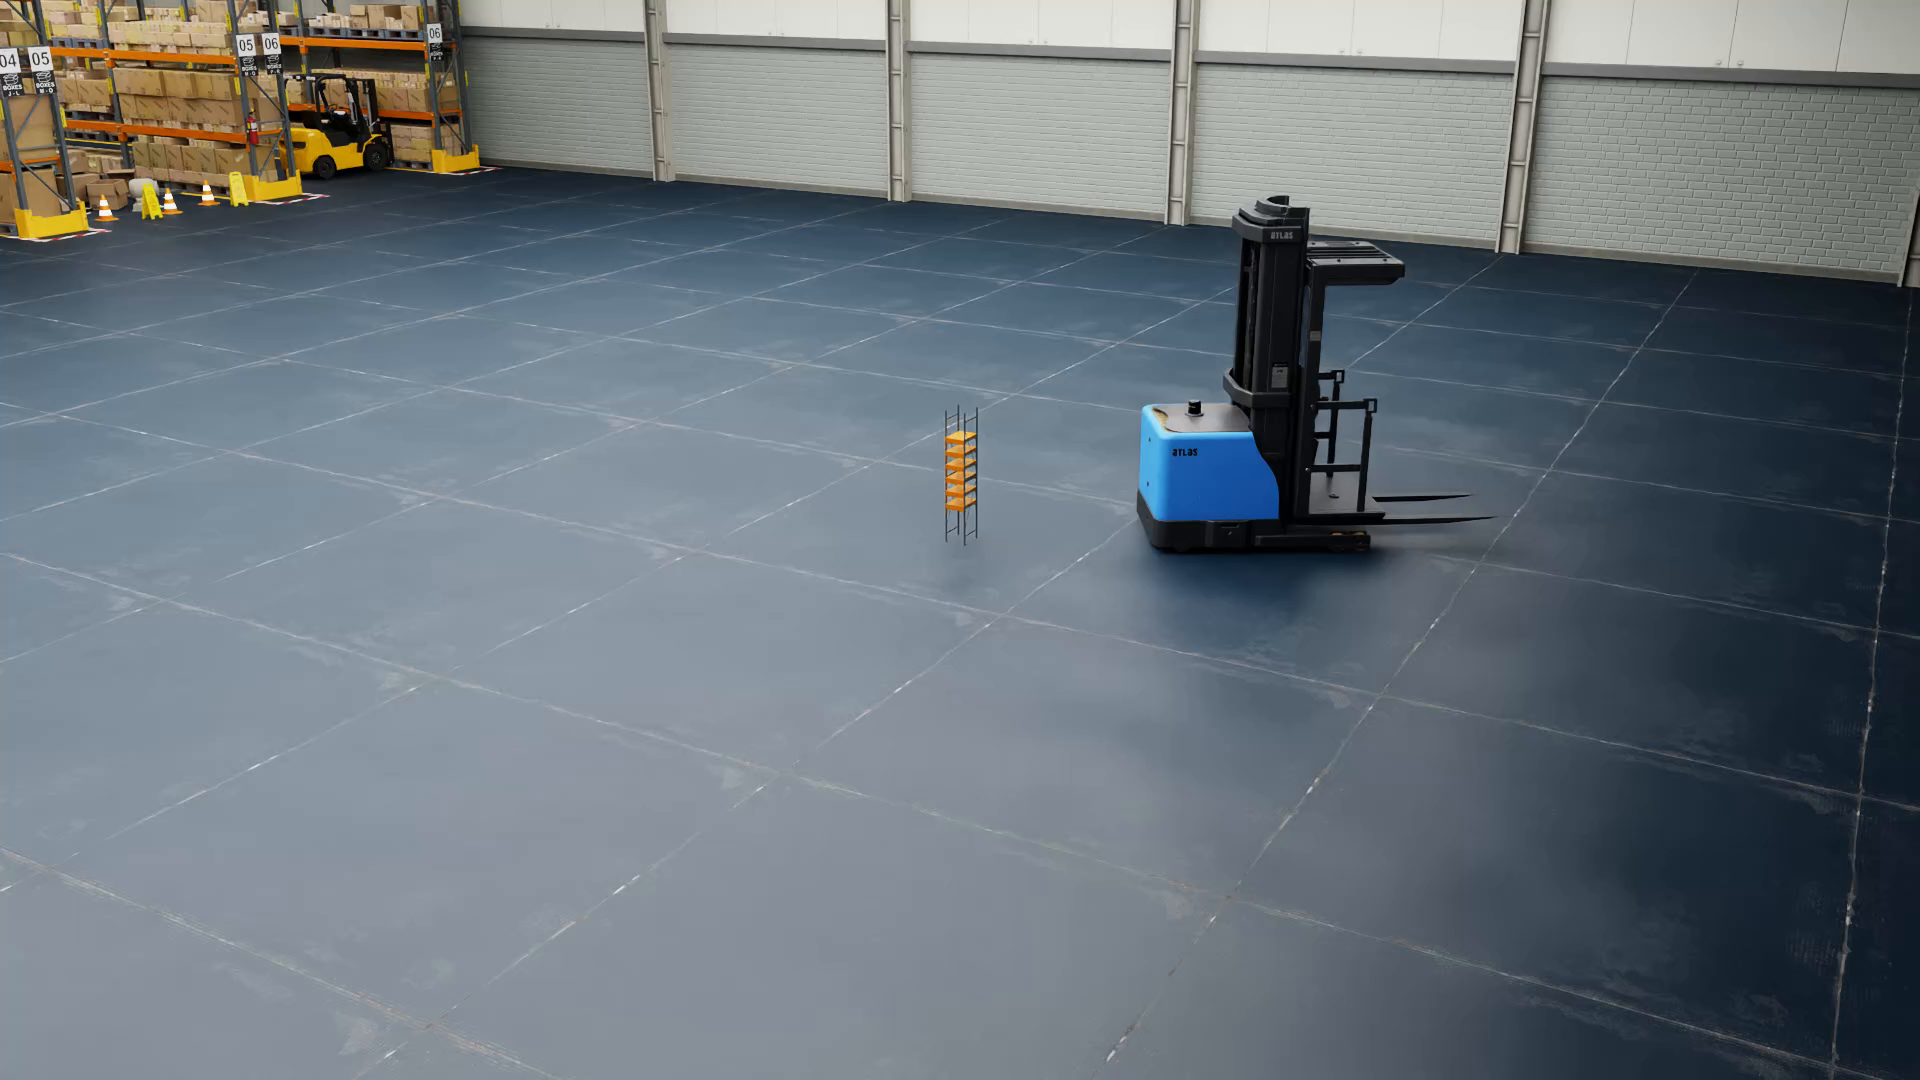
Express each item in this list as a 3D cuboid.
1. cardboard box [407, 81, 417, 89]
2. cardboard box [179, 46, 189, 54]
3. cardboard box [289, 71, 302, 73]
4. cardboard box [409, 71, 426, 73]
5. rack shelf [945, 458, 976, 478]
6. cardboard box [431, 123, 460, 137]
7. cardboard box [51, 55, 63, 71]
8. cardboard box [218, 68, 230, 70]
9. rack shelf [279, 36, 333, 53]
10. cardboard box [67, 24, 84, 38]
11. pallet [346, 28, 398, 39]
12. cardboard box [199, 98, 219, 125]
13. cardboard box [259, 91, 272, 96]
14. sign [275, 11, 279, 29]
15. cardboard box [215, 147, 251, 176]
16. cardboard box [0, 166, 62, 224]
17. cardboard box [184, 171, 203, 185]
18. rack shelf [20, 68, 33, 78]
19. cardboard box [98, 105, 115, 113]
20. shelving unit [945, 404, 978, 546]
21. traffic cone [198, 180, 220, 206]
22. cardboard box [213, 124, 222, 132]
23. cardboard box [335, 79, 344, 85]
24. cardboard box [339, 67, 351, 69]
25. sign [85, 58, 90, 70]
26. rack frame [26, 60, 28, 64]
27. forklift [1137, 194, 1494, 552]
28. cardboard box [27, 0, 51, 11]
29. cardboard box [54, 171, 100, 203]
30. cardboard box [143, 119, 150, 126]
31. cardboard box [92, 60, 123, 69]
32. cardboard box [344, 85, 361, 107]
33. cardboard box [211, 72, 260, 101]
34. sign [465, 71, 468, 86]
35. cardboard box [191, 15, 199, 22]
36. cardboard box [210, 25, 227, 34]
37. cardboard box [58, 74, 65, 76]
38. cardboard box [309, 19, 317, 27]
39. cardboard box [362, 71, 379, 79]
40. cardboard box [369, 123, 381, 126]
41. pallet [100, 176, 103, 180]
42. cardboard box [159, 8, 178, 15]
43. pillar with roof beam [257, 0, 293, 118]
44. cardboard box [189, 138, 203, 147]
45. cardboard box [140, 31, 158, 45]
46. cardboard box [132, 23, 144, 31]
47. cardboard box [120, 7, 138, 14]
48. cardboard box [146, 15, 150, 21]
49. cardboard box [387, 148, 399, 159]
[{"bbox_3d":[-12.195,-10.244,37.405,0.250,0.149,0.380,11,23,28],"label":"cardboard box"},{"bbox_3d":[-15.488,-9.895,33.511,0.250,0.149,0.380,10,22,26],"label":"cardboard box"},{"bbox_3d":[-15.872,-11.162,39.936,0.250,0.149,0.380,11,22,27],"label":"cardboard box"},{"bbox_3d":[-12.365,-10.634,38.045,0.250,0.149,0.380,11,23,28],"label":"cardboard box"},{"bbox_3d":[0.013,-0.633,14.426,0.180,0.103,0.258,11,23,27],"label":"rack shelf"},{"bbox_3d":[-11.845,-9.395,38.114,0.500,0.250,0.500,10,22,26],"label":"cardboard box"},{"bbox_3d":[-23.912,-12.561,43.577,0.500,0.500,0.500,11,23,29],"label":"cardboard box"},{"bbox_3d":[-18.119,-11.572,41.068,0.250,0.149,0.380,12,23,29],"label":"cardboard box"},{"bbox_3d":[-16.756,-11.954,39.873,4.000,0.370,1.077,11,23,27],"label":"rack shelf"},{"bbox_3d":[-18.447,-10.747,35.097,0.500,0.250,0.500,11,23,28],"label":"cardboard box"},{"bbox_3d":[-13.192,-11.580,37.919,1.213,0.211,1.003,11,23,27],"label":"pallet"},{"bbox_3d":[-14.978,-8.685,33.624,0.500,0.500,0.500,11,23,27],"label":"cardboard box"},{"bbox_3d":[-16.438,-10.658,39.866,0.500,0.250,0.500,11,23,28],"label":"cardboard box"},{"bbox_3d":[-13.671,-10.388,33.221,0.005,0.325,0.100,11,23,27],"label":"sign"},{"bbox_3d":[-14.762,-7.718,33.859,0.500,0.500,0.500,11,23,28],"label":"cardboard box"},{"bbox_3d":[-16.885,-6.207,29.875,0.875,0.875,0.875,11,23,28],"label":"cardboard box"},{"bbox_3d":[-15.680,-7.539,34.462,0.500,0.250,0.500,10,22,25],"label":"cardboard box"},{"bbox_3d":[-18.007,-8.320,29.855,4.000,0.370,1.077,11,23,27],"label":"rack shelf"},{"bbox_3d":[-18.011,-9.153,35.250,0.250,0.149,0.380,11,23,28],"label":"cardboard box"},{"bbox_3d":[0.013,-0.562,14.452,0.189,1.200,0.258,11,23,27],"label":"shelving unit"},{"bbox_3d":[-14.940,-6.900,33.007,0.334,0.463,0.336,11,23,27],"label":"traffic cone"},{"bbox_3d":[-14.855,-8.344,33.635,0.250,0.149,0.380,10,22,26],"label":"cardboard box"},{"bbox_3d":[-14.213,-10.629,38.467,0.250,0.149,0.380,11,23,28],"label":"cardboard box"},{"bbox_3d":[-14.385,-11.024,39.119,0.250,0.149,0.380,10,22,26],"label":"cardboard box"},{"bbox_3d":[-22.252,-12.124,42.416,0.005,0.325,0.100,11,23,27],"label":"sign"},{"bbox_3d":[-25.486,-12.545,44.847,0.127,3.000,1.000,11,23,27],"label":"rack frame"},{"bbox_3d":[3.148,-1.452,14.367,3.031,2.935,1.130,-1,20,-3],"label":"forklift"},{"bbox_3d":[-23.891,-13.859,43.122,0.500,0.250,0.500,11,23,29],"label":"cardboard box"},{"bbox_3d":[-17.524,-6.987,32.988,0.503,0.637,0.797,11,23,27],"label":"cardboard box"},{"bbox_3d":[-16.816,-8.743,34.735,0.250,0.149,0.380,11,23,27],"label":"cardboard box"},{"bbox_3d":[-21.681,-11.977,42.519,0.500,0.500,0.700,11,23,29],"label":"cardboard box"},{"bbox_3d":[-13.844,-10.279,38.454,0.500,0.500,0.500,11,22,27],"label":"cardboard box"},{"bbox_3d":[-14.488,-9.082,33.253,0.500,0.500,0.700,10,22,26],"label":"cardboard box"},{"bbox_3d":[-11.242,-10.492,37.803,0.005,0.325,0.100,11,23,27],"label":"sign"},{"bbox_3d":[-18.346,-12.610,40.210,0.250,0.166,0.380,11,23,27],"label":"cardboard box"},{"bbox_3d":[-14.581,-10.095,32.894,0.250,0.149,0.380,11,23,28],"label":"cardboard box"},{"bbox_3d":[-19.489,-9.961,36.526,0.500,0.500,0.500,9,22,24],"label":"cardboard box"},{"bbox_3d":[-14.766,-11.920,38.333,0.250,0.149,0.380,11,23,28],"label":"cardboard box"},{"bbox_3d":[-13.487,-10.673,38.152,0.250,0.149,0.380,11,23,28],"label":"cardboard box"},{"bbox_3d":[-13.405,-9.493,38.384,0.500,0.250,0.500,10,22,26],"label":"cardboard box"},{"bbox_3d":[-19.177,-8.091,36.659,1.213,0.211,1.003,11,23,27],"label":"pallet"},{"bbox_3d":[-19.381,-12.954,40.777,0.250,0.149,0.380,10,22,26],"label":"cardboard box"},{"bbox_3d":[-19.024,-12.804,36.765,0.400,9.000,9.100,11,23,27],"label":"pillar with roof beam"},{"bbox_3d":[-15.562,-8.151,34.101,0.250,0.149,0.380,12,23,30],"label":"cardboard box"},{"bbox_3d":[-16.291,-10.225,33.838,0.500,0.250,0.500,11,23,28],"label":"cardboard box"},{"bbox_3d":[-16.628,-10.455,33.887,0.250,0.149,0.380,11,22,27],"label":"cardboard box"},{"bbox_3d":[-20.574,-13.137,41.250,0.250,0.149,0.380,11,23,28],"label":"cardboard box"},{"bbox_3d":[-20.040,-12.950,41.201,0.250,0.149,0.380,12,23,29],"label":"cardboard box"},{"bbox_3d":[-12.944,-8.944,38.337,0.500,0.250,0.500,11,23,28],"label":"cardboard box"}]
